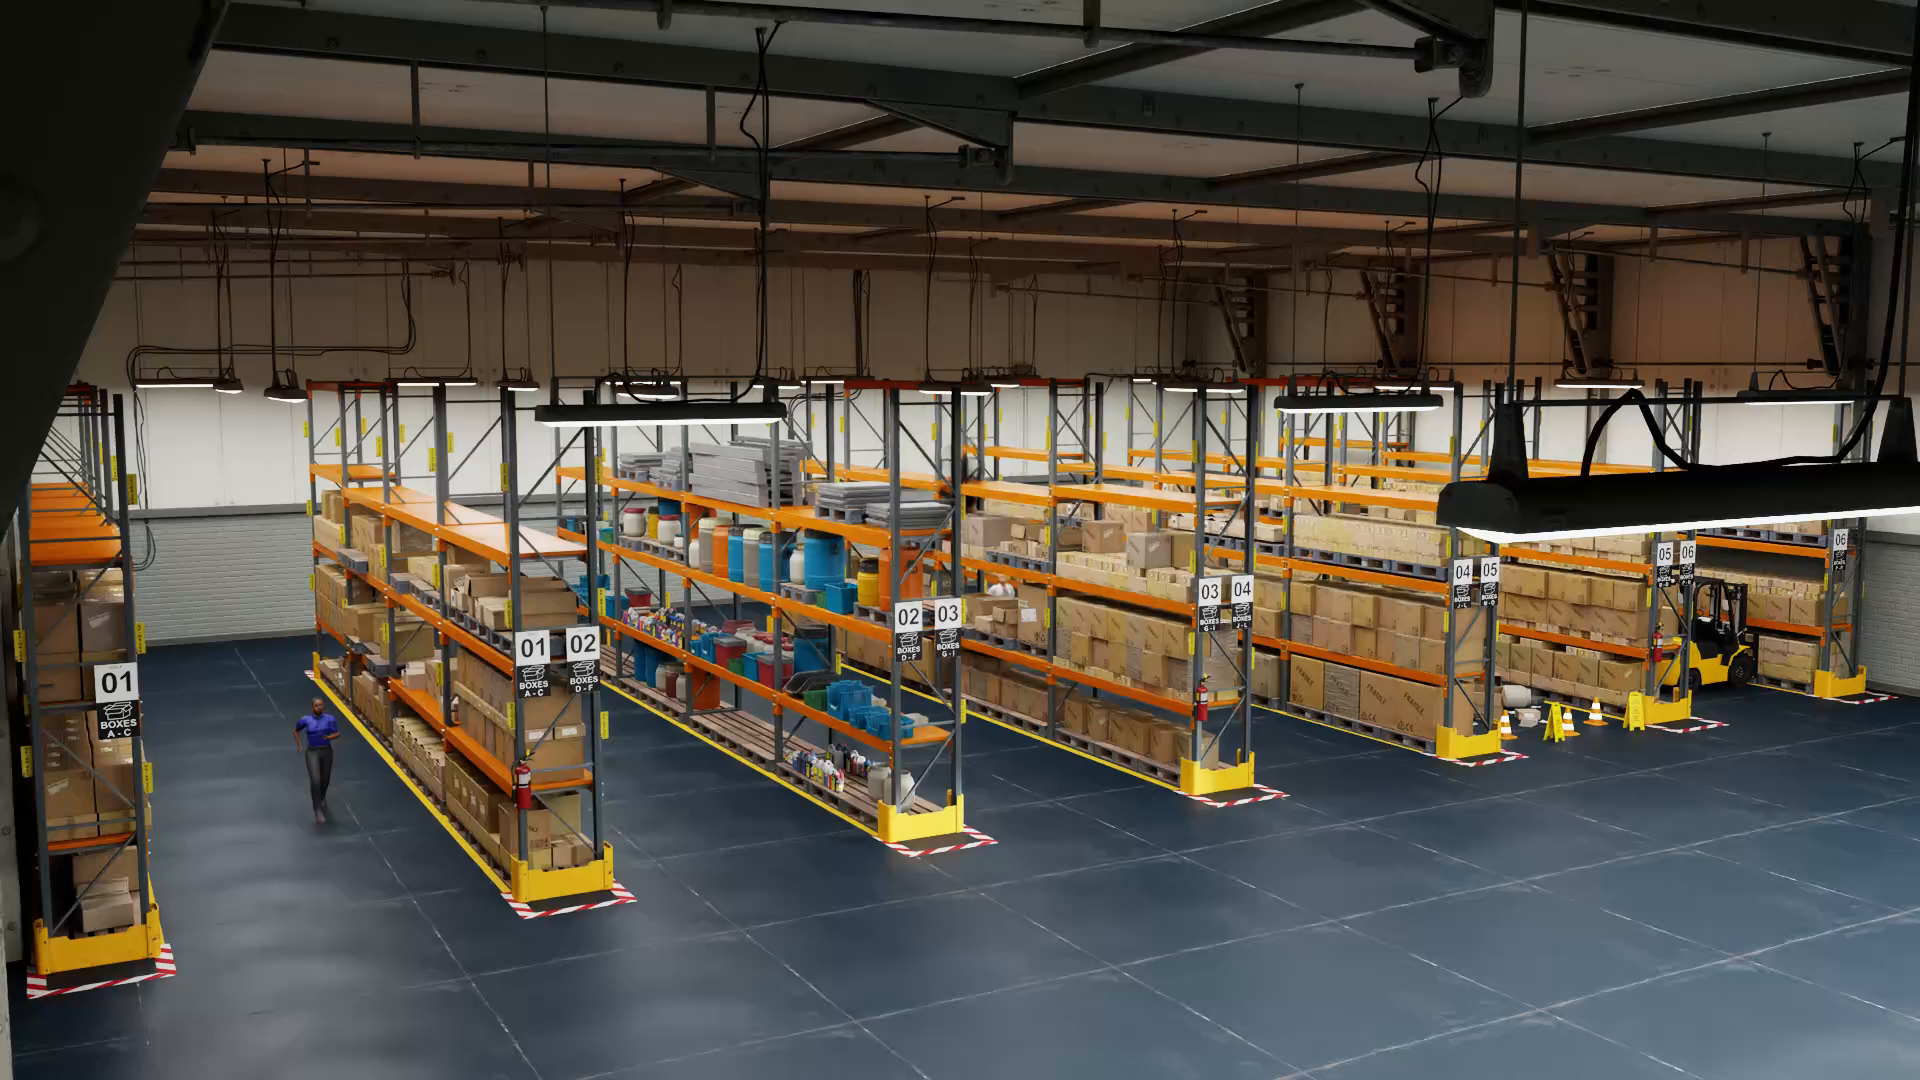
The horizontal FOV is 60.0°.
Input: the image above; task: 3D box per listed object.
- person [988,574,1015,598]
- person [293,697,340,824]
[{"bbox_3d":[0.944,1.586,36.706,0.730,1.723,0.640,-3,7,-30],"label":"person"},{"bbox_3d":[-8.959,3.031,23.233,0.557,1.699,0.818,-4,7,-34],"label":"person"}]
